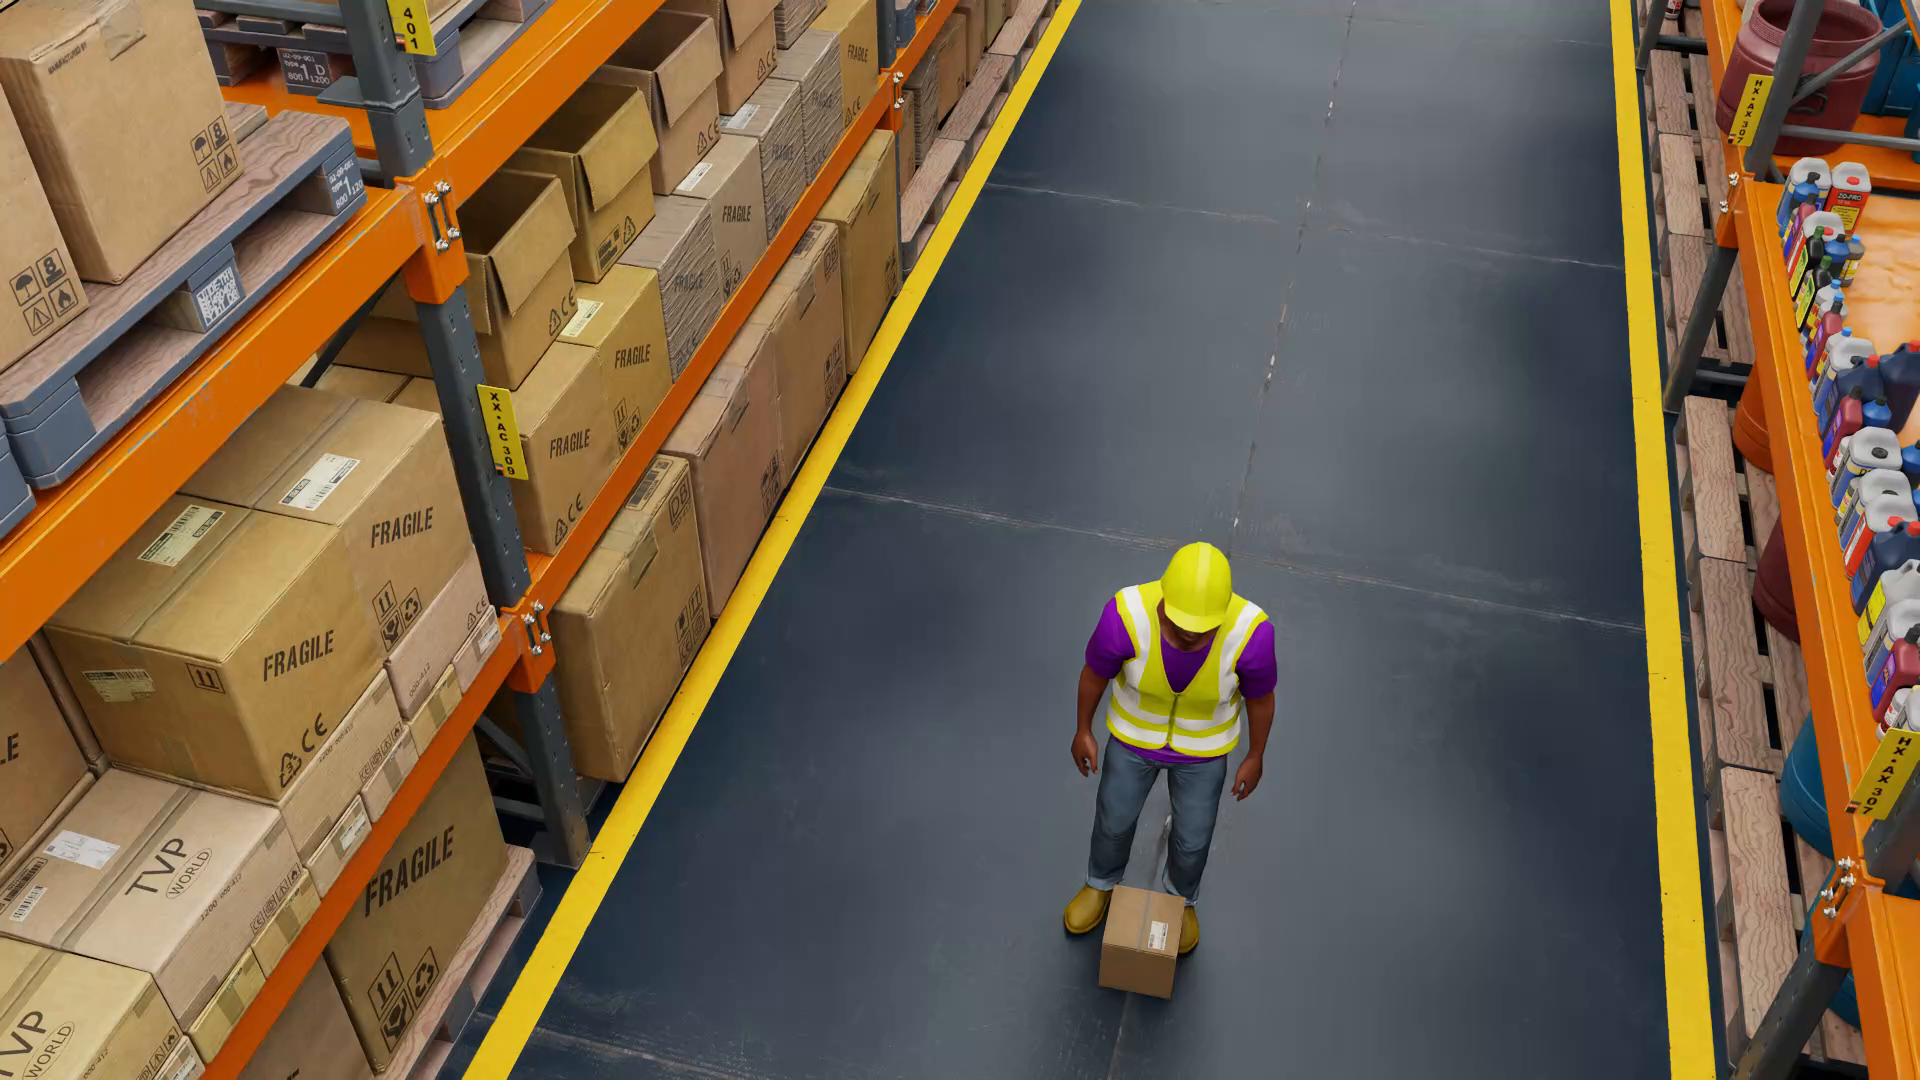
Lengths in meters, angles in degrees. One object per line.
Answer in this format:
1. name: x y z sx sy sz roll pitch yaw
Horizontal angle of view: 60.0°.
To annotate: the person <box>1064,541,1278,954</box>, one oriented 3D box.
1. person: 0.676 0.662 5.378 0.629 1.759 0.460 8 41 9
